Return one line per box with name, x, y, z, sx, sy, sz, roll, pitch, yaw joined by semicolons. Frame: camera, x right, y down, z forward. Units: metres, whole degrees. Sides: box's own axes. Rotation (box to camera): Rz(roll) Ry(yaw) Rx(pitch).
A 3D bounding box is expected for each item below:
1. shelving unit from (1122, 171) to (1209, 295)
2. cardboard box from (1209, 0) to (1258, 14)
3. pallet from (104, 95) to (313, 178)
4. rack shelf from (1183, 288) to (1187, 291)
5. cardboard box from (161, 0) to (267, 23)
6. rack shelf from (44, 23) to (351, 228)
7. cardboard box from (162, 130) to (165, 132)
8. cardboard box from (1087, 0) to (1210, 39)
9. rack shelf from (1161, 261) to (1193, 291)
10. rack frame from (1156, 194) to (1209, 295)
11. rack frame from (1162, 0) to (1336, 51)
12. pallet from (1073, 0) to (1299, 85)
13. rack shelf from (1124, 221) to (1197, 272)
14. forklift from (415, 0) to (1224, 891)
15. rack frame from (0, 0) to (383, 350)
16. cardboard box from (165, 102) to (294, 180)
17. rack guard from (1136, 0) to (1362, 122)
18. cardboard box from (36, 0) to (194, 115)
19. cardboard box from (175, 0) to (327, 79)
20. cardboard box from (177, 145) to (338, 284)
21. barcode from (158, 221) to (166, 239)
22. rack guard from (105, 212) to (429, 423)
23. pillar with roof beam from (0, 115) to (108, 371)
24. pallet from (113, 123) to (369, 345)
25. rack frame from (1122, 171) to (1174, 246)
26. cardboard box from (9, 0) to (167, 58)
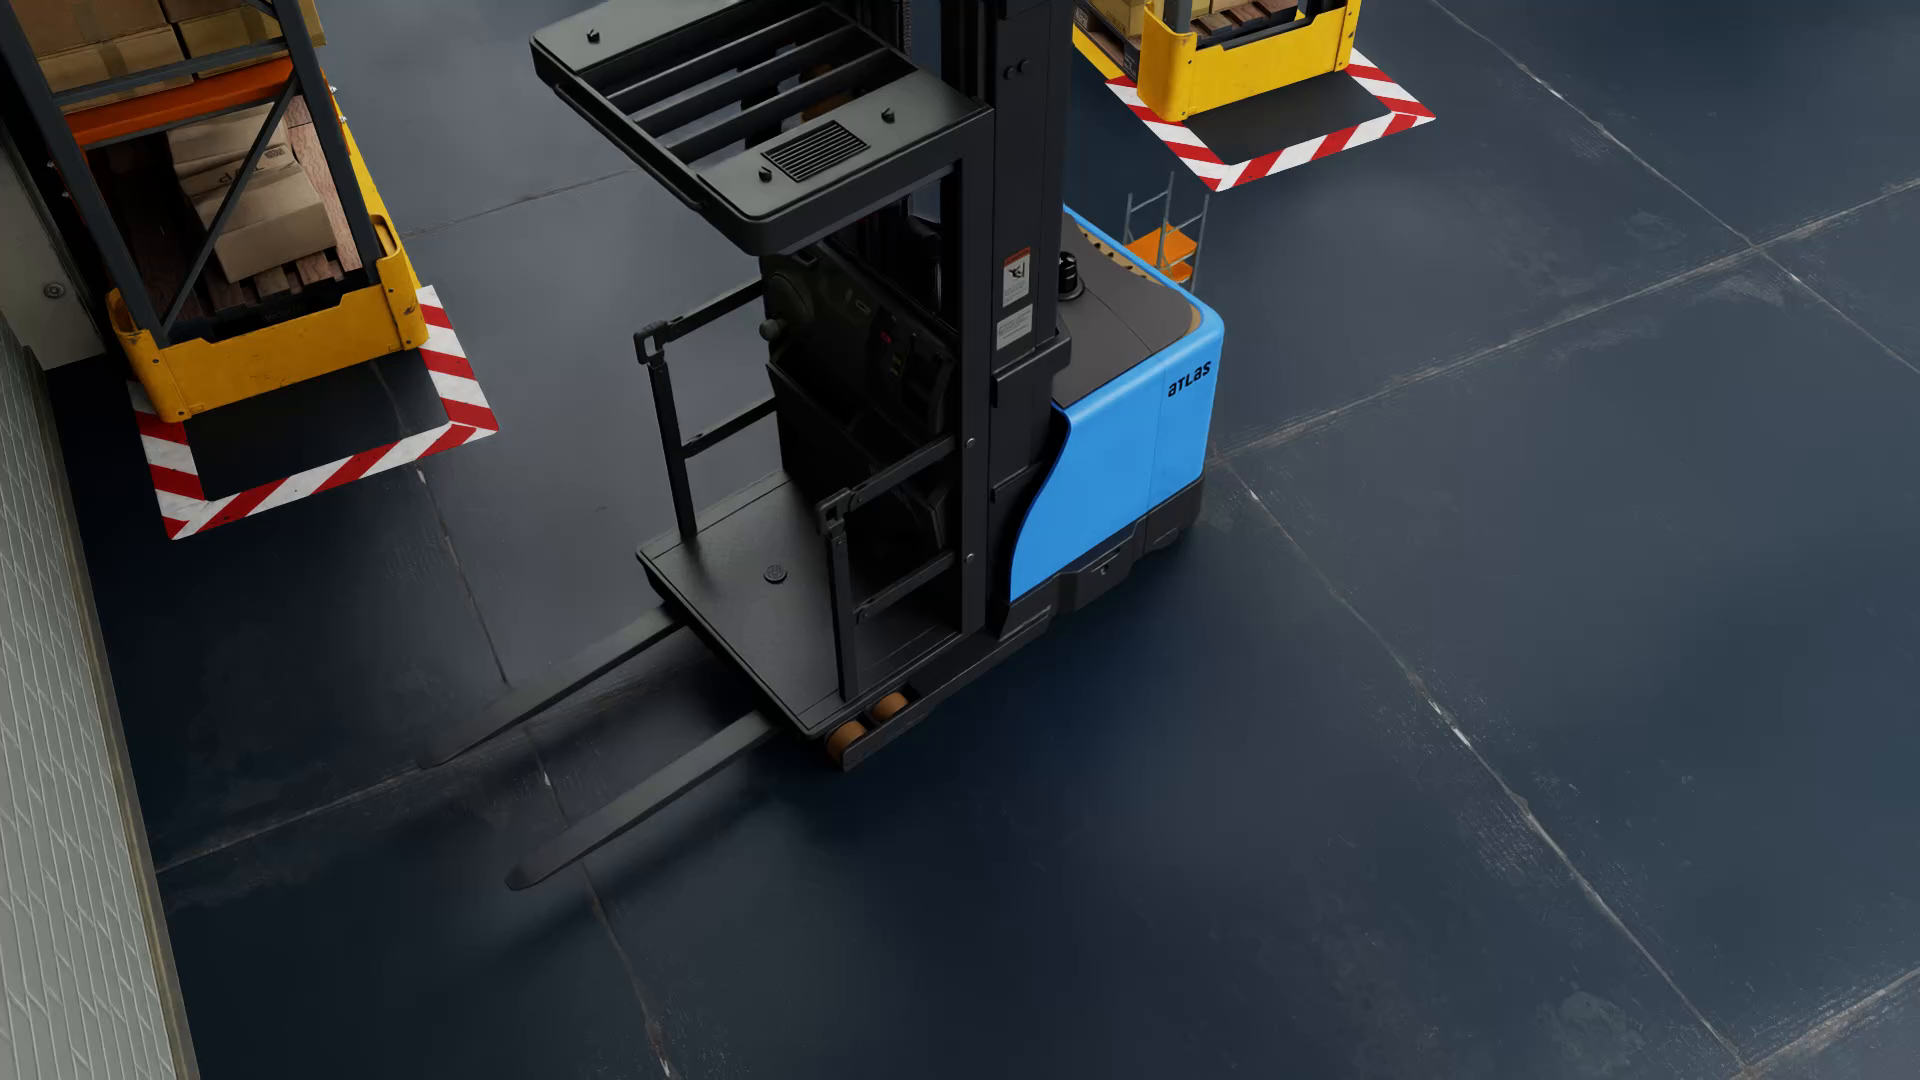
shelving unit;0.761;-0.879;6.609;0.258;1.200;0.189;-32;56;-26
cardboard box;1.438;-3.110;8.918;0.500;0.250;0.500;-21;52;-18
pallet;-3.846;-2.237;8.459;1.003;0.211;1.213;-21;52;-18
rack shelf;0.762;-0.929;6.553;0.258;0.103;0.180;-32;56;-26
cardboard box;-2.868;-2.360;6.302;0.500;0.500;0.500;-21;52;-17
rack shelf;-3.832;-2.835;7.607;1.077;0.370;4.000;-21;52;-18
cardboard box;-3.706;-2.439;8.151;0.700;0.500;0.500;-24;53;-20
cardboard box;0.978;-2.932;8.762;0.500;0.250;0.500;-21;52;-18
rack shelf;0.765;-1.010;6.464;0.258;0.103;0.180;-32;56;-26
rack frame;0.820;-0.826;6.563;0.240;1.200;0.006;-32;56;-26
rack frame;1.486;-3.442;7.660;1.000;3.000;0.127;-21;52;-18
pallet;1.099;-3.021;9.145;1.003;0.211;1.213;-21;52;-18
rack shelf;0.767;-1.090;6.375;0.258;0.103;0.180;-32;56;-26
forklift;-0.494;-0.610;5.229;3.031;2.935;1.130;-32;56;-25
rack frame;-2.917;-1.733;6.166;1.000;3.000;0.127;-21;52;-18
cardboard box;-3.414;-1.868;7.778;0.500;0.311;0.500;-17;51;-15
rack guard;1.497;-2.603;8.587;1.175;0.500;0.348;-21;52;-18
cardboard box;-3.303;-1.936;6.430;0.500;0.250;0.500;-20;52;-17
cardboard box;-2.858;-2.126;6.596;0.500;0.250;0.500;-23;53;-19
cardboard box;-3.153;-1.487;7.444;0.500;0.311;0.500;-27;54;-21
barcode;-3.517;-1.364;7.331;0.001;0.075;0.075;-21;52;-18
rack guard;-2.952;-0.961;7.151;1.175;0.500;0.348;-21;52;-18
pillar with roof beam;-0.178;-5.361;5.353;9.100;9.000;0.400;-21;52;-18
pallet;-3.292;-1.422;7.746;1.003;0.211;1.213;-21;52;-18
rack frame;0.701;-0.931;6.655;0.240;1.200;0.006;-32;56;-26
cardboard box;-3.322;-2.179;6.144;0.500;0.500;0.500;-22;52;-18
